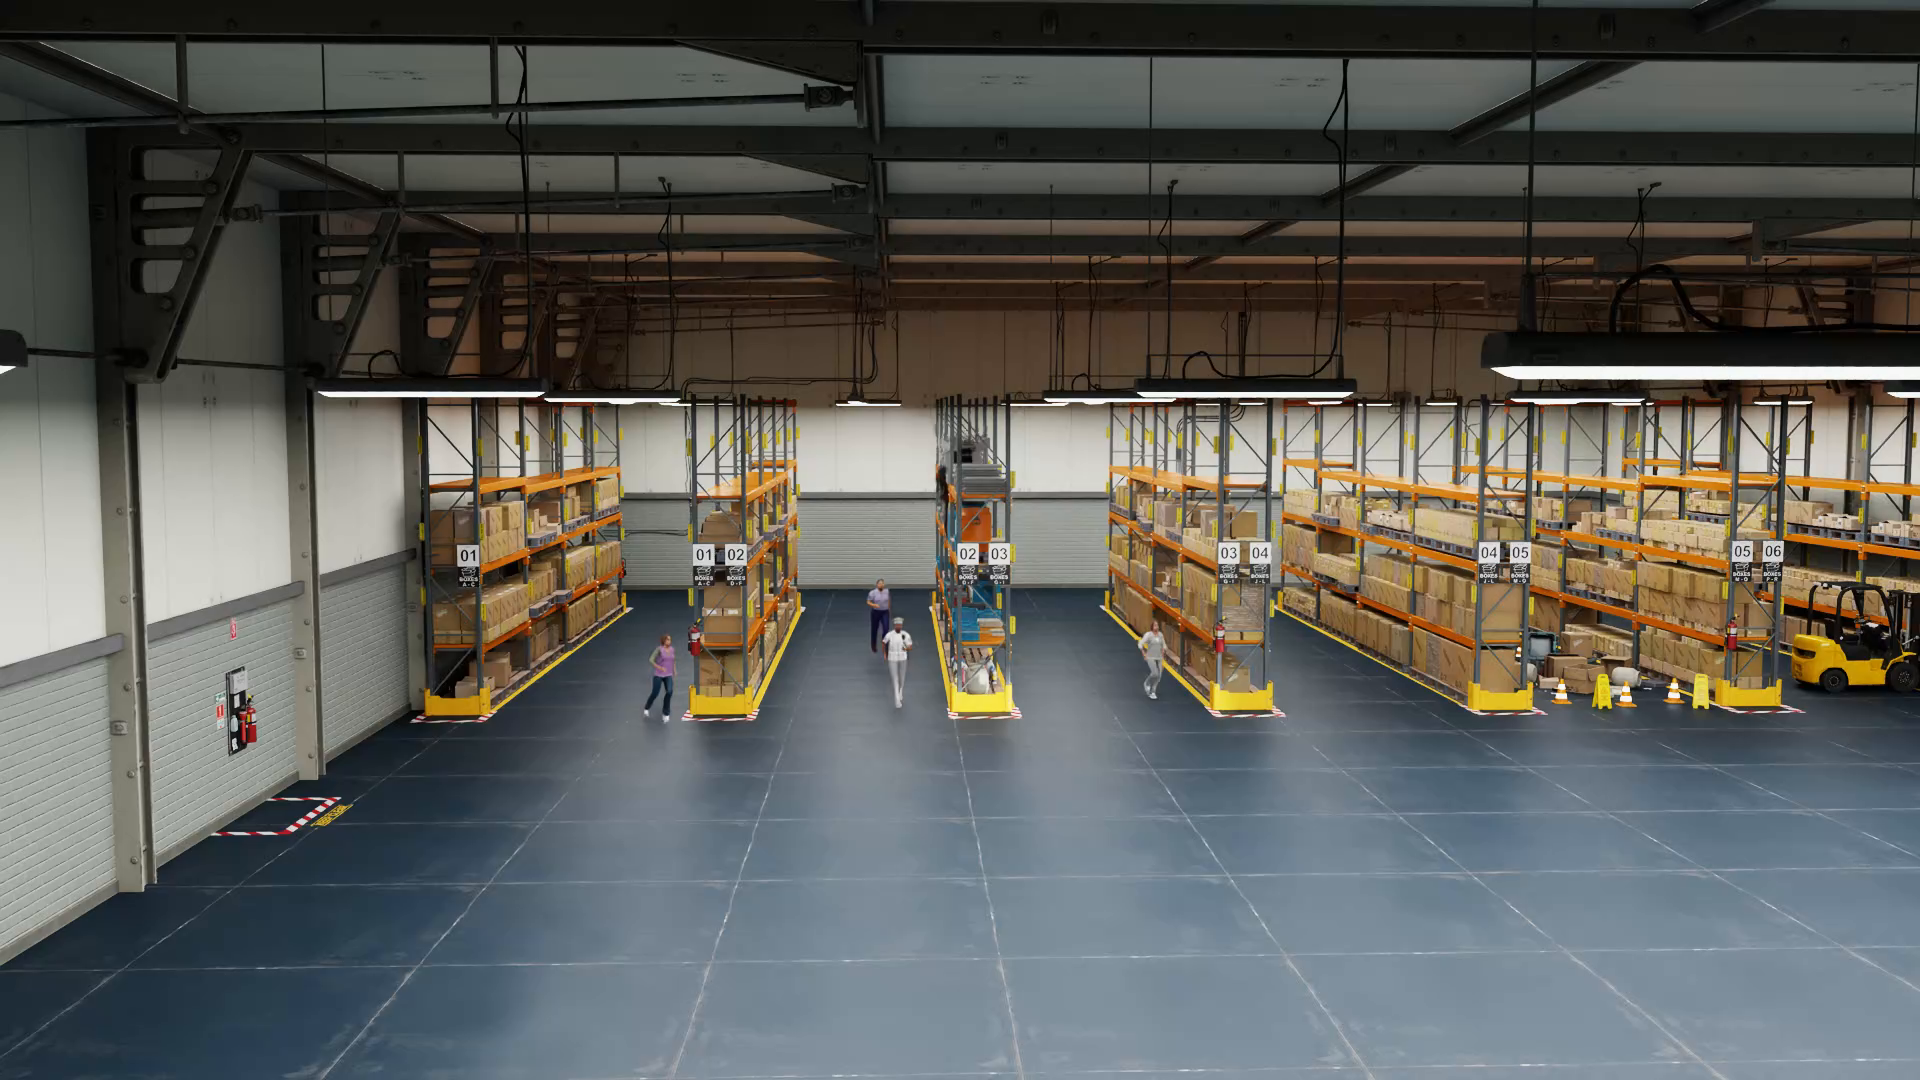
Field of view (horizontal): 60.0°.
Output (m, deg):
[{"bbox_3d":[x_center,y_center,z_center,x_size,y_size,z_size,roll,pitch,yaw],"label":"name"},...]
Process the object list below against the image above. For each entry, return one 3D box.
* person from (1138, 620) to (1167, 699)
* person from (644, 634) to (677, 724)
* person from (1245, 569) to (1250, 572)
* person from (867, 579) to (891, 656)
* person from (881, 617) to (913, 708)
[{"bbox_3d":[3.835,2.358,32.674,0.522,1.558,0.549,-2,5,-21],"label":"person"},{"bbox_3d":[-5.444,2.528,30.580,0.613,1.599,0.781,-3,6,-35],"label":"person"},{"bbox_3d":[8.232,1.082,48.026,0.740,1.758,0.722,-4,6,-38],"label":"person"},{"bbox_3d":[-1.796,1.695,37.058,0.571,1.691,0.823,-1,5,-14],"label":"person"},{"bbox_3d":[-1.201,2.325,32.112,0.588,1.684,0.932,-1,5,-10],"label":"person"}]
